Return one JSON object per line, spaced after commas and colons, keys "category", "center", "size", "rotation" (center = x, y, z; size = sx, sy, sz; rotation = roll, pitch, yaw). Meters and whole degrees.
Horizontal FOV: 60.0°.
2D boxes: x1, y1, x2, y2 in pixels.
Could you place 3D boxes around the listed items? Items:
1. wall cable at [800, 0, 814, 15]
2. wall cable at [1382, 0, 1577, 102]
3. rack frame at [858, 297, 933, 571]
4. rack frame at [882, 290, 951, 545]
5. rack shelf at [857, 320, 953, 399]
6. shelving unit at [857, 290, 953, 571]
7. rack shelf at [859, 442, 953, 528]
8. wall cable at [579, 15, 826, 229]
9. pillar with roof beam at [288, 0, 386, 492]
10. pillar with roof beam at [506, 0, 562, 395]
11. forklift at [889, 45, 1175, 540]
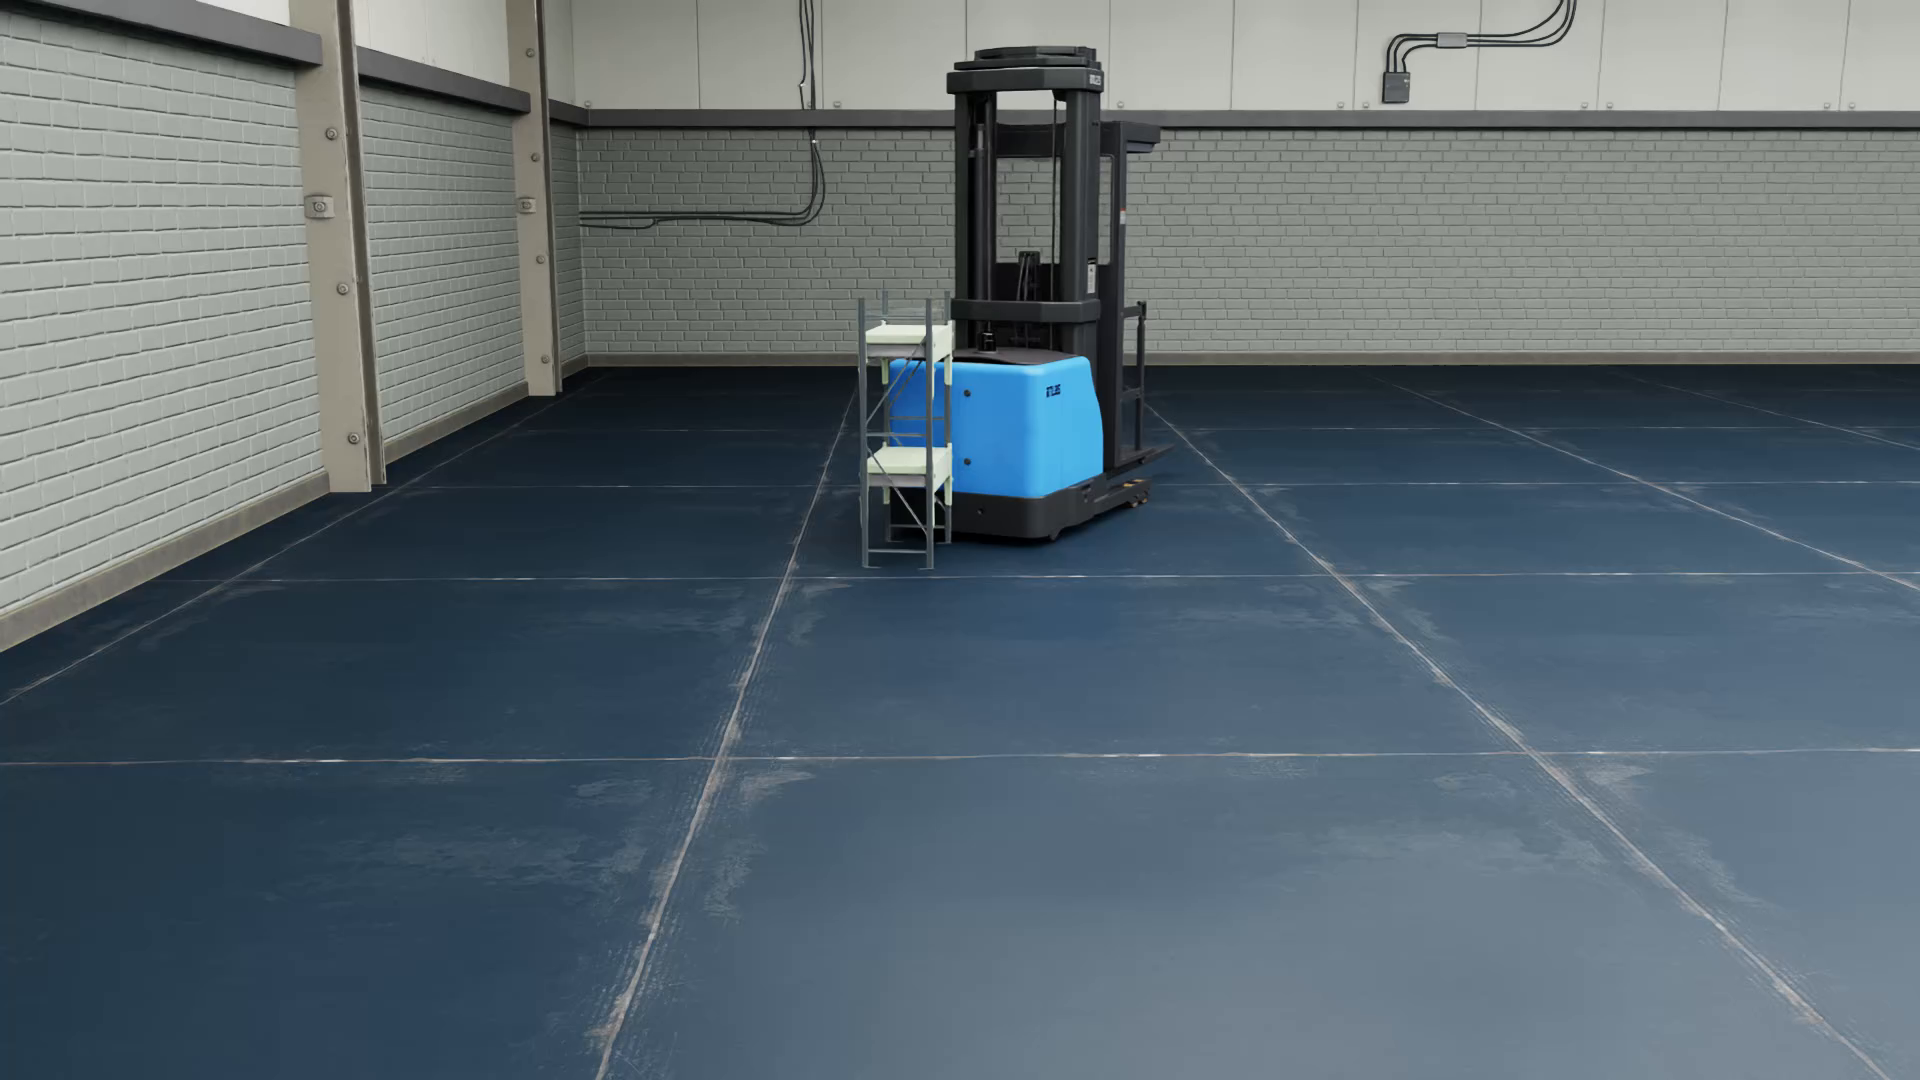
{"category": "wall cable", "center": [-0.485, -7.535, 19.676], "size": [3.097, 2.526, 0.112], "rotation": [0, 11, -1]}
{"category": "wall cable", "center": [6.302, -8.273, 19.653], "size": [2.305, 6.003, 0.169], "rotation": [0, 11, -1]}
{"category": "rack frame", "center": [-0.348, -0.571, 9.102], "size": [0.400, 1.500, 0.023], "rotation": [2, 12, 7]}
{"category": "rack frame", "center": [-0.252, -0.715, 9.814], "size": [0.400, 1.500, 0.023], "rotation": [2, 12, 7]}
{"category": "rack shelf", "center": [-0.300, -1.026, 9.380], "size": [0.431, 0.370, 0.720], "rotation": [2, 12, 7]}
{"category": "shelving unit", "center": [-0.300, -0.643, 9.458], "size": [0.431, 1.500, 0.755], "rotation": [2, 12, 7]}
{"category": "rack shelf", "center": [-0.300, -0.324, 9.523], "size": [0.431, 0.370, 0.720], "rotation": [2, 12, 7]}
{"category": "wall cable", "center": [-3.189, -5.049, 20.123], "size": [3.097, 2.526, 0.112], "rotation": [0, 11, -1]}
{"category": "pillar with roof beam", "center": [-0.022, -4.805, 11.109], "size": [9.100, 9.000, 0.400], "rotation": [0, 11, -1]}
{"category": "pillar with roof beam", "center": [-0.146, -5.997, 16.988], "size": [9.100, 9.000, 0.400], "rotation": [0, 11, -1]}
{"category": "forklift", "center": [0.648, -1.685, 10.990], "size": [1.130, 2.935, 3.031], "rotation": [5, 13, 25]}
